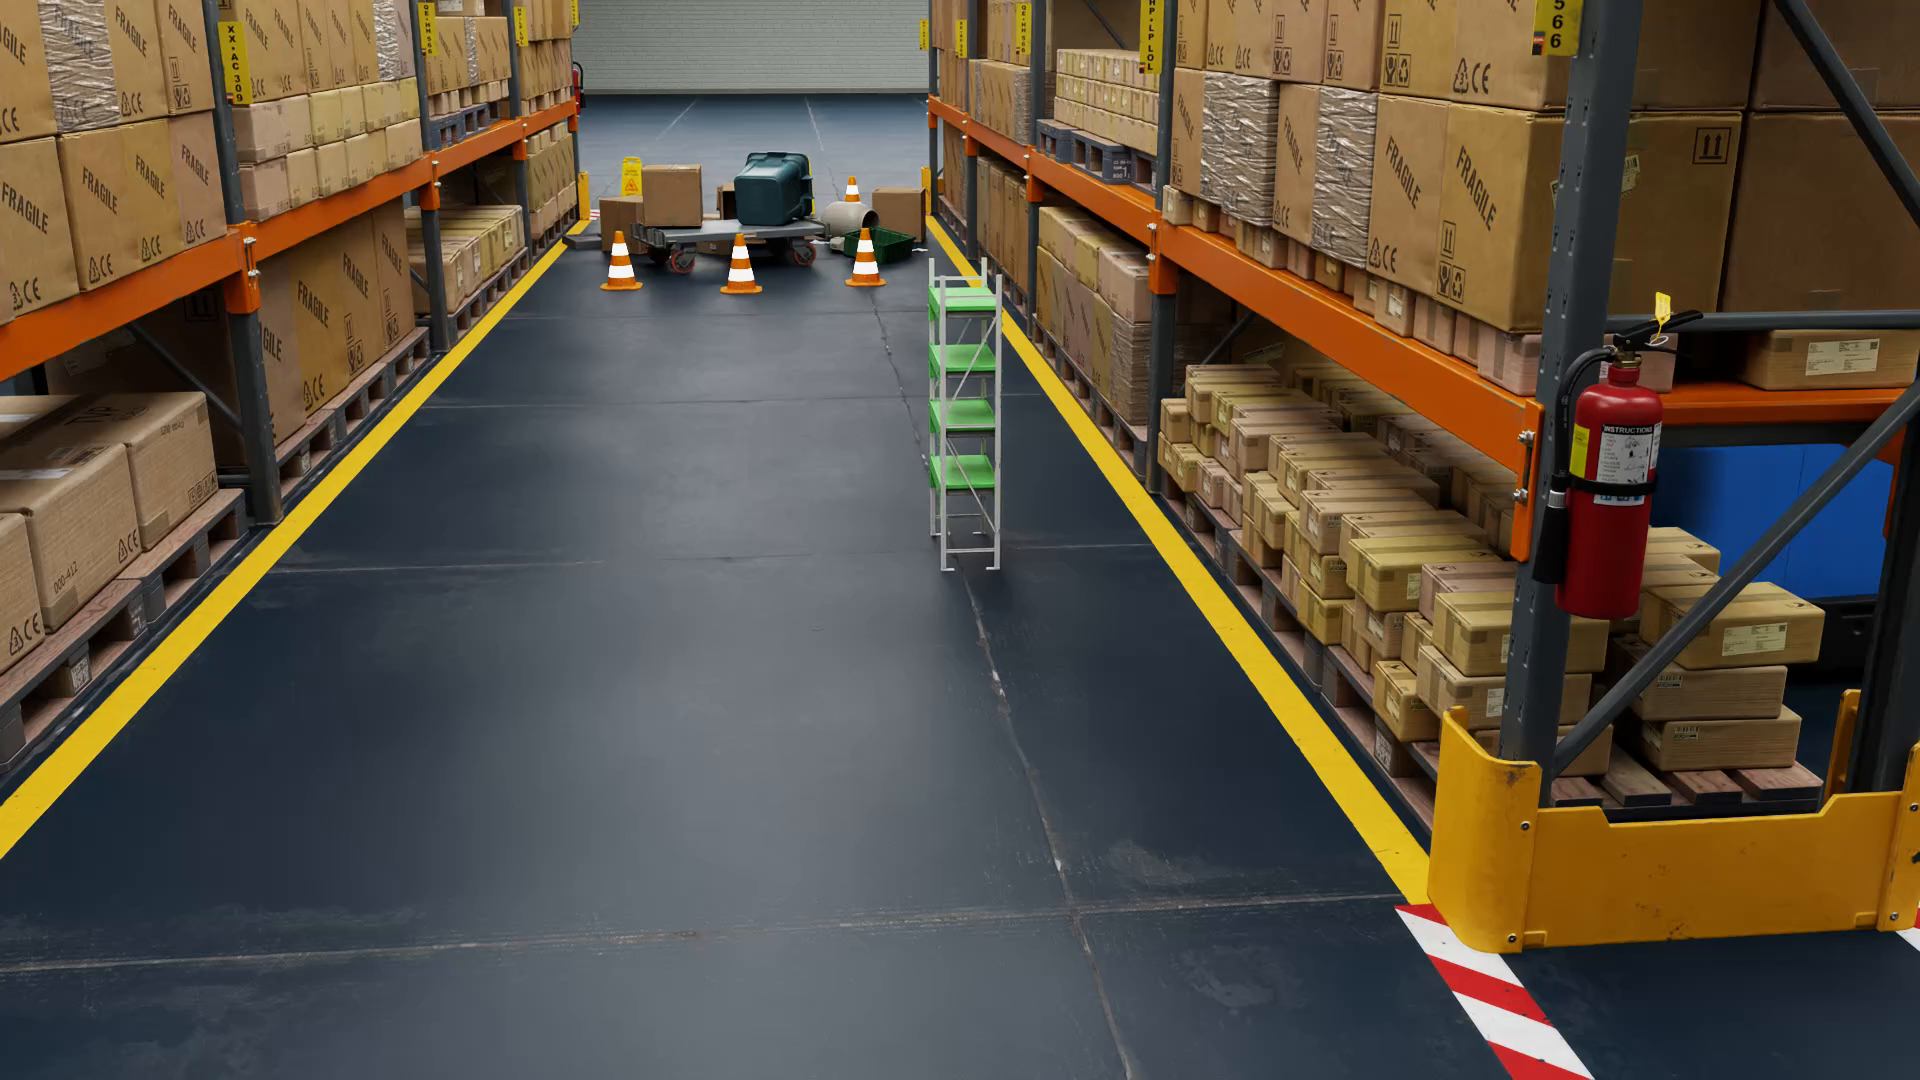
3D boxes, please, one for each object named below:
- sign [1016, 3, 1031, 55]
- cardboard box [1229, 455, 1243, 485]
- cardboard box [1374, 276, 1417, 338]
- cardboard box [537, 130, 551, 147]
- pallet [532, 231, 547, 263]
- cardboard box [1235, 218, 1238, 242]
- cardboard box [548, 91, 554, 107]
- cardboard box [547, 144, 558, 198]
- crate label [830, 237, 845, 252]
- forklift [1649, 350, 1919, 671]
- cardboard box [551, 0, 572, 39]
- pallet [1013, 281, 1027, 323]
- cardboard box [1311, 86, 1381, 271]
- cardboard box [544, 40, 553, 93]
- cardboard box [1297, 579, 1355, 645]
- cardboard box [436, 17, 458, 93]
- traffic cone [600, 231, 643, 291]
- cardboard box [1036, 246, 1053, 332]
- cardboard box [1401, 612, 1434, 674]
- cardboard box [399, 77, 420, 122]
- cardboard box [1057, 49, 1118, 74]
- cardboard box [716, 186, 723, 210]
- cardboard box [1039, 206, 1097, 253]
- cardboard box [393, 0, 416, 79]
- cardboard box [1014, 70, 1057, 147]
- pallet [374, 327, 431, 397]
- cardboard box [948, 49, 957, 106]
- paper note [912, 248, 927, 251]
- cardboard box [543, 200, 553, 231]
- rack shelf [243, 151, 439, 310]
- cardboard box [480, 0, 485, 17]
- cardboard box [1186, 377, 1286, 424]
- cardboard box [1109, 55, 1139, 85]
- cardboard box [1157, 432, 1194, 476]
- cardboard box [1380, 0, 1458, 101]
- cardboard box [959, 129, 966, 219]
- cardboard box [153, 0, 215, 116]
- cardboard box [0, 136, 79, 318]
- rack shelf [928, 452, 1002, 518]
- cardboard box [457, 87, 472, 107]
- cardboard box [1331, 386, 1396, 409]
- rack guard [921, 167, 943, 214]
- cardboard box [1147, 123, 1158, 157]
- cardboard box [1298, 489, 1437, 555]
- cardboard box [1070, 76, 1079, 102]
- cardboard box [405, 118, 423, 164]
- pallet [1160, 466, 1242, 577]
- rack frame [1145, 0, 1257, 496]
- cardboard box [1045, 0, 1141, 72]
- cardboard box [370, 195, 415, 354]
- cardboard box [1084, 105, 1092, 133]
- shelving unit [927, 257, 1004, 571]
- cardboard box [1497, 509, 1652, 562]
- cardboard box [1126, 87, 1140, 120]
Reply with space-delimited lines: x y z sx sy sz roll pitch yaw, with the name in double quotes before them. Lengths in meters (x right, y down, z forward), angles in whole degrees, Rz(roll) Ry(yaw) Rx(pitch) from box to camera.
"sign" 0.424 -3.397 11.058 0.100 0.325 0.005 -2 18 -6
"cardboard box" 1.308 -0.311 6.721 0.380 0.149 0.250 -3 18 -8
"cardboard box" 1.407 -0.673 4.732 0.380 0.149 0.250 -1 17 -4
"cardboard box" -4.181 -3.884 16.095 0.380 0.149 0.250 -1 17 -2
"pallet" -4.455 -2.740 15.553 1.003 0.211 1.213 -2 18 -6
"cardboard box" 1.294 -1.223 6.485 0.380 0.149 0.250 -3 18 -8
"cardboard box" -4.310 -4.460 16.795 0.380 0.149 0.250 -2 18 -6
"cardboard box" -4.261 -3.616 16.324 0.500 0.500 0.500 -1 17 -3
"crate label" -1.100 -2.839 15.990 0.250 0.136 0.298 16 24 42
"forklift" 3.746 -1.115 5.836 3.031 2.935 1.130 -3 18 -10
"cardboard box" -4.293 -5.285 16.670 0.700 0.500 0.500 -2 18 -6
"pallet" 0.969 -1.770 12.462 1.003 0.211 1.213 -2 18 -6
"cardboard box" 1.388 -1.099 5.008 0.500 0.500 0.500 -2 18 -5
"cardboard box" -4.304 -4.650 16.317 0.500 0.500 0.500 -2 17 -5
"cardboard box" 1.343 0.228 5.502 0.380 0.149 0.250 -3 18 -8
"cardboard box" -3.815 -3.366 11.527 0.500 0.500 0.500 -1 17 -3
"traffic cone" -2.830 -2.335 13.843 0.336 0.463 0.334 -2 18 -6
"cardboard box" 0.795 -1.652 10.904 0.500 0.500 0.500 -3 18 -8
"cardboard box" 1.489 0.310 4.742 0.380 0.149 0.250 -2 18 -7
"cardboard box" -3.635 -2.710 10.219 0.500 0.250 0.500 -2 18 -6
"cardboard box" 0.831 -3.082 10.713 0.380 0.149 0.250 -2 18 -6
"cardboard box" -2.064 -3.427 17.254 0.637 0.503 0.797 16 24 42
"cardboard box" 0.806 -2.016 10.810 0.500 0.250 0.500 -3 18 -8
"cardboard box" -3.624 -3.059 10.076 0.500 0.500 0.500 -2 18 -7
"cardboard box" 0.662 -3.037 11.675 0.500 0.500 0.500 -2 18 -6
"pallet" -3.932 -1.112 10.368 1.003 0.211 1.213 -2 18 -6
"cardboard box" 0.341 -4.718 16.948 0.875 0.550 0.500 -2 18 -6
"paper note" -0.407 -2.811 16.078 0.142 0.020 0.147 16 24 42
"cardboard box" -4.209 -3.103 15.943 0.500 0.250 0.500 -1 17 -3
"rack shelf" -3.732 -1.741 8.915 1.077 0.370 4.000 -2 18 -6
"cardboard box" -3.994 -4.236 13.213 0.380 0.149 0.250 -2 18 -7
"cardboard box" 1.187 -0.602 7.153 0.380 0.149 0.250 -1 17 -3
"cardboard box" 1.019 -2.538 8.977 0.380 0.149 0.250 -3 18 -8
"cardboard box" 1.106 -0.393 7.480 0.380 0.149 0.250 -3 18 -8
"cardboard box" 1.454 -1.426 4.378 0.500 0.500 0.500 -2 18 -8
"cardboard box" 0.471 -3.699 16.799 0.875 0.875 0.875 -2 18 -5
"cardboard box" -3.202 -1.881 6.324 0.500 0.500 0.500 -2 18 -6
"cardboard box" -3.059 -0.947 5.018 0.500 0.500 0.500 -1 17 -4
"rack shelf" 0.017 -0.233 6.931 0.258 0.148 0.480 -2 18 -6
"cardboard box" -3.905 -3.346 12.546 0.380 0.149 0.250 -1 17 -4
"cardboard box" 1.782 -0.549 6.982 0.380 0.149 0.250 -2 18 -6
"rack guard" 0.148 -4.061 19.278 1.175 0.500 0.348 -2 18 -6
"cardboard box" 1.122 -1.941 8.071 0.380 0.149 0.250 -2 18 -5
"cardboard box" 1.325 -0.061 5.428 0.380 0.149 0.250 -1 17 -4
"cardboard box" 0.886 -2.775 10.230 0.380 0.149 0.250 -2 18 -7
"cardboard box" -3.627 -2.466 10.274 0.500 0.250 0.500 -2 18 -8
"pallet" 1.492 -0.142 7.277 1.003 0.211 1.213 -2 18 -6
"rack frame" 1.388 -1.671 7.493 1.000 3.000 0.127 -2 18 -6
"cardboard box" 0.939 -3.522 11.551 0.700 0.500 0.500 -2 18 -6
"cardboard box" -3.949 -1.658 10.297 0.875 0.875 0.875 -2 18 -6
"cardboard box" 0.936 -2.484 9.800 0.380 0.149 0.250 -1 17 -4
"shelving unit" 0.017 -0.523 6.840 0.258 1.200 0.503 -2 18 -6
"cardboard box" 1.930 0.001 5.231 0.380 0.149 0.250 -3 18 -8
"cardboard box" 1.067 -2.240 8.526 0.380 0.149 0.250 -2 18 -7
